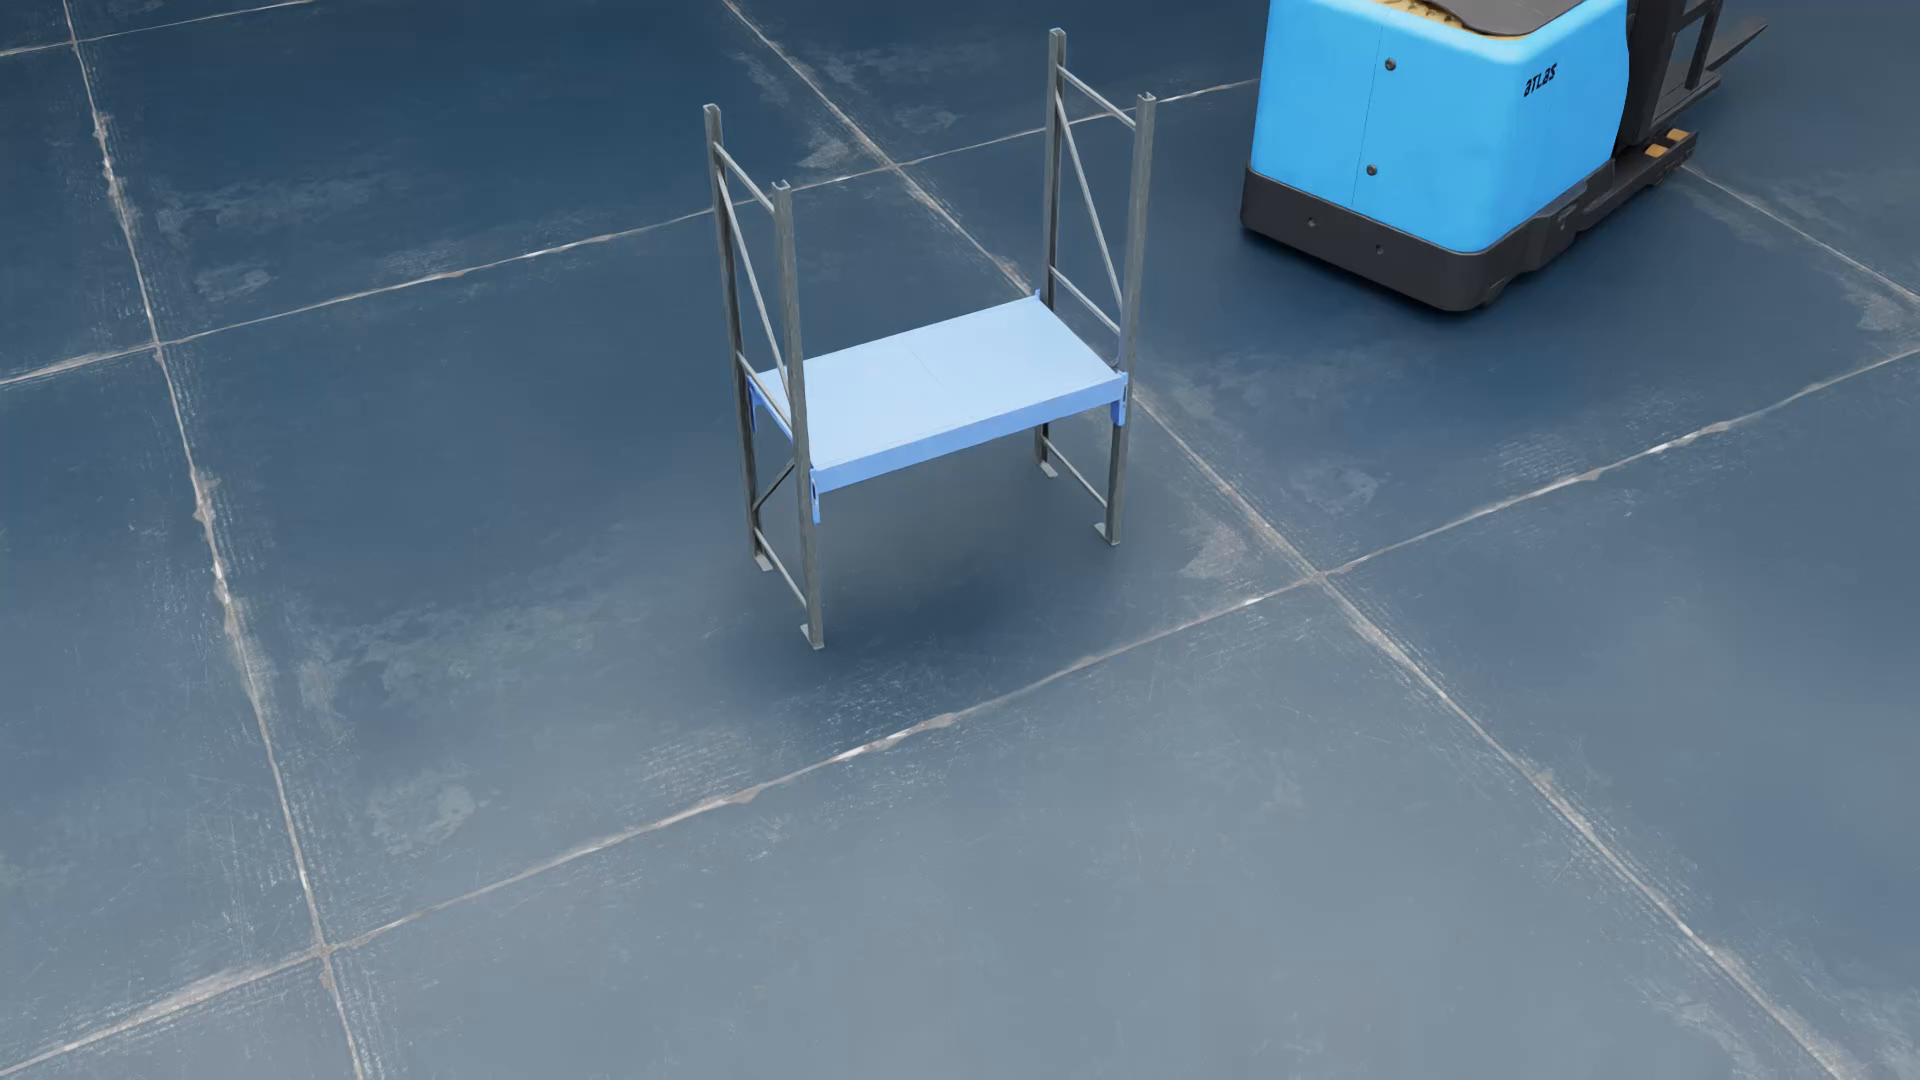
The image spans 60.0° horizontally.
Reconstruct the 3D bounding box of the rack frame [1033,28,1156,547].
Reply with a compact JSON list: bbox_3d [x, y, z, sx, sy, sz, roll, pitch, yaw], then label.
[{"bbox_3d":[0.375,-0.699,4.915,0.032,1.500,0.500,-19,44,-21],"label":"rack frame"}]

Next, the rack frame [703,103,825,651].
[{"bbox_3d":[-0.527,-0.395,4.556,0.032,1.500,0.500,-19,44,-21],"label":"rack frame"}]

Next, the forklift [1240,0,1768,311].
[{"bbox_3d":[2.499,-2.821,6.313,1.130,2.935,3.031,31,49,32],"label":"forklift"}]

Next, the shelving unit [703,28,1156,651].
[{"bbox_3d":[-0.076,-0.547,4.735,1.048,1.500,0.538,-19,44,-21],"label":"shelving unit"}]

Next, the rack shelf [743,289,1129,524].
[{"bbox_3d":[-0.076,-0.410,4.852,1.000,0.185,0.538,-19,44,-21],"label":"rack shelf"}]
